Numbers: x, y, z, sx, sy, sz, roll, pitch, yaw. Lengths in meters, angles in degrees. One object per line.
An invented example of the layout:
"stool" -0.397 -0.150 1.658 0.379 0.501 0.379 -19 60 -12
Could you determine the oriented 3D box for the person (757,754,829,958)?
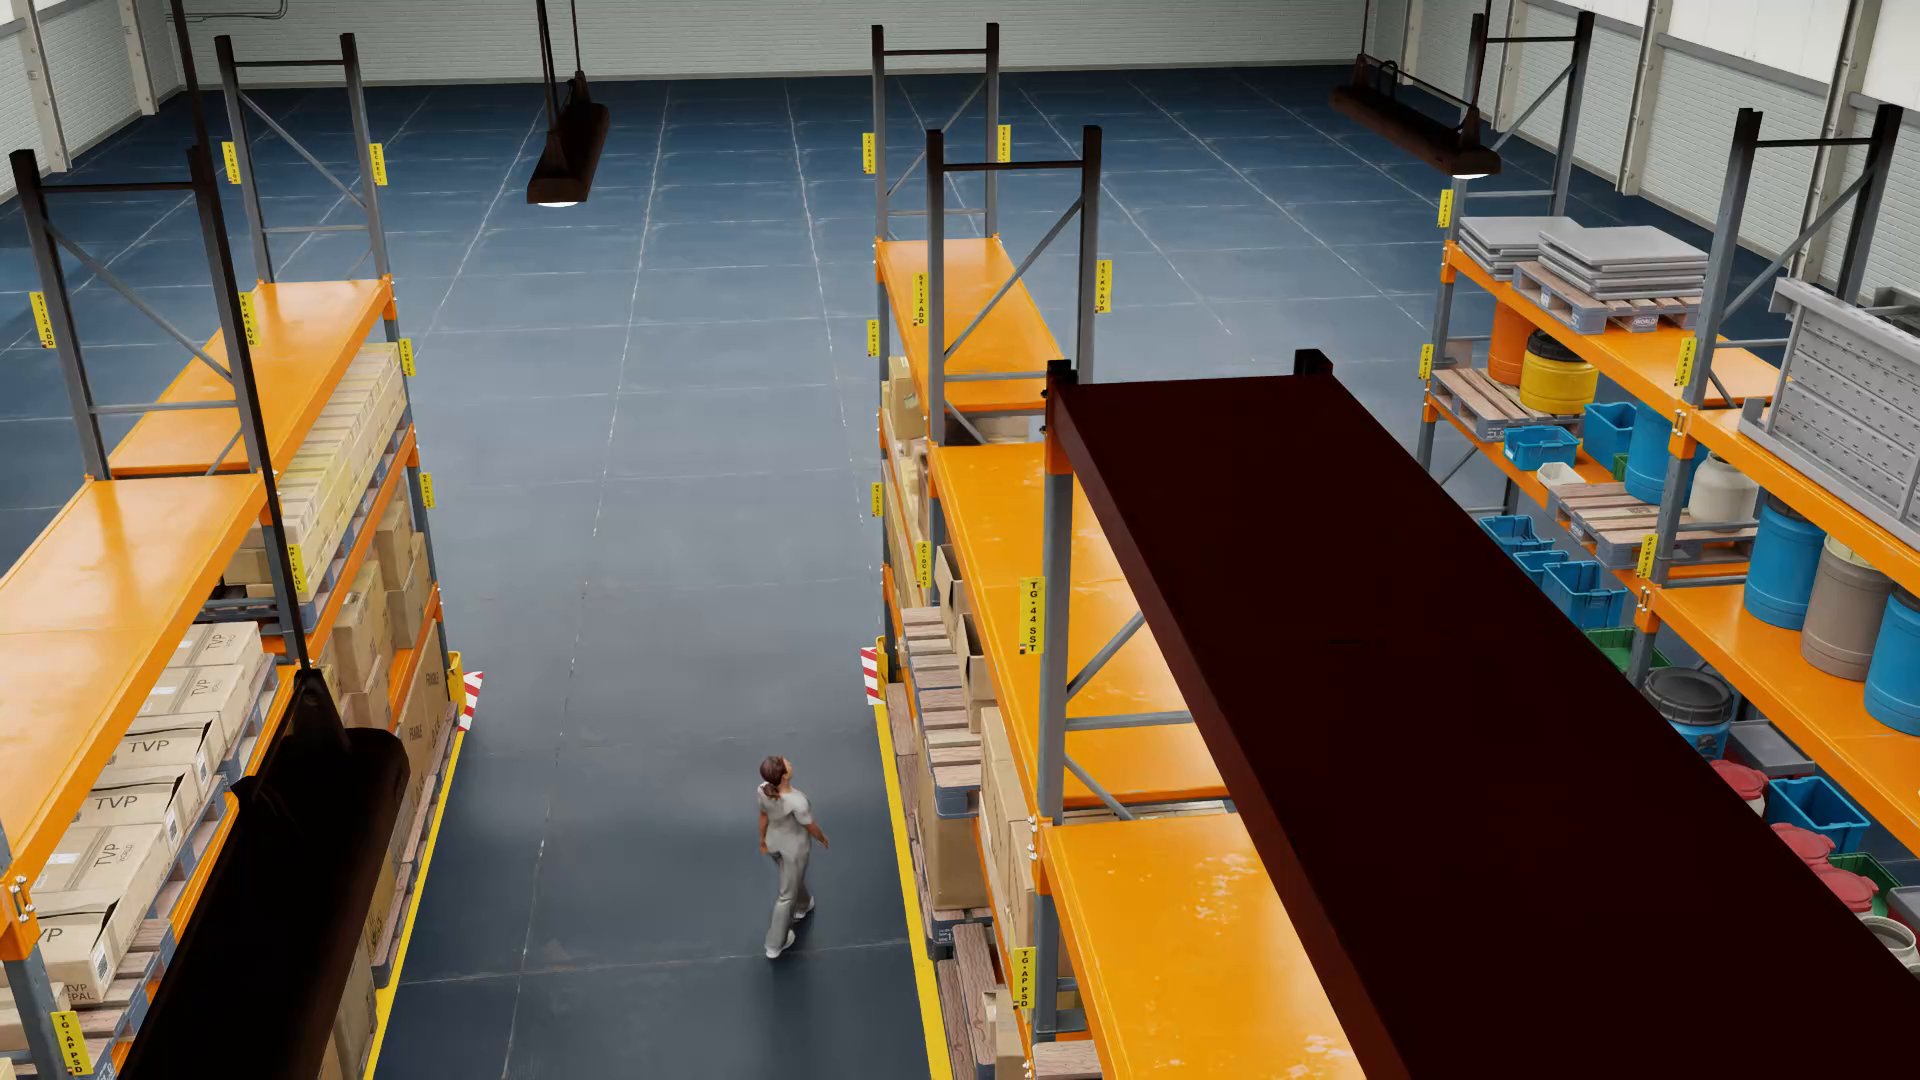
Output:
"person" -1.190 2.180 12.013 0.500 1.655 0.748 14 29 27
